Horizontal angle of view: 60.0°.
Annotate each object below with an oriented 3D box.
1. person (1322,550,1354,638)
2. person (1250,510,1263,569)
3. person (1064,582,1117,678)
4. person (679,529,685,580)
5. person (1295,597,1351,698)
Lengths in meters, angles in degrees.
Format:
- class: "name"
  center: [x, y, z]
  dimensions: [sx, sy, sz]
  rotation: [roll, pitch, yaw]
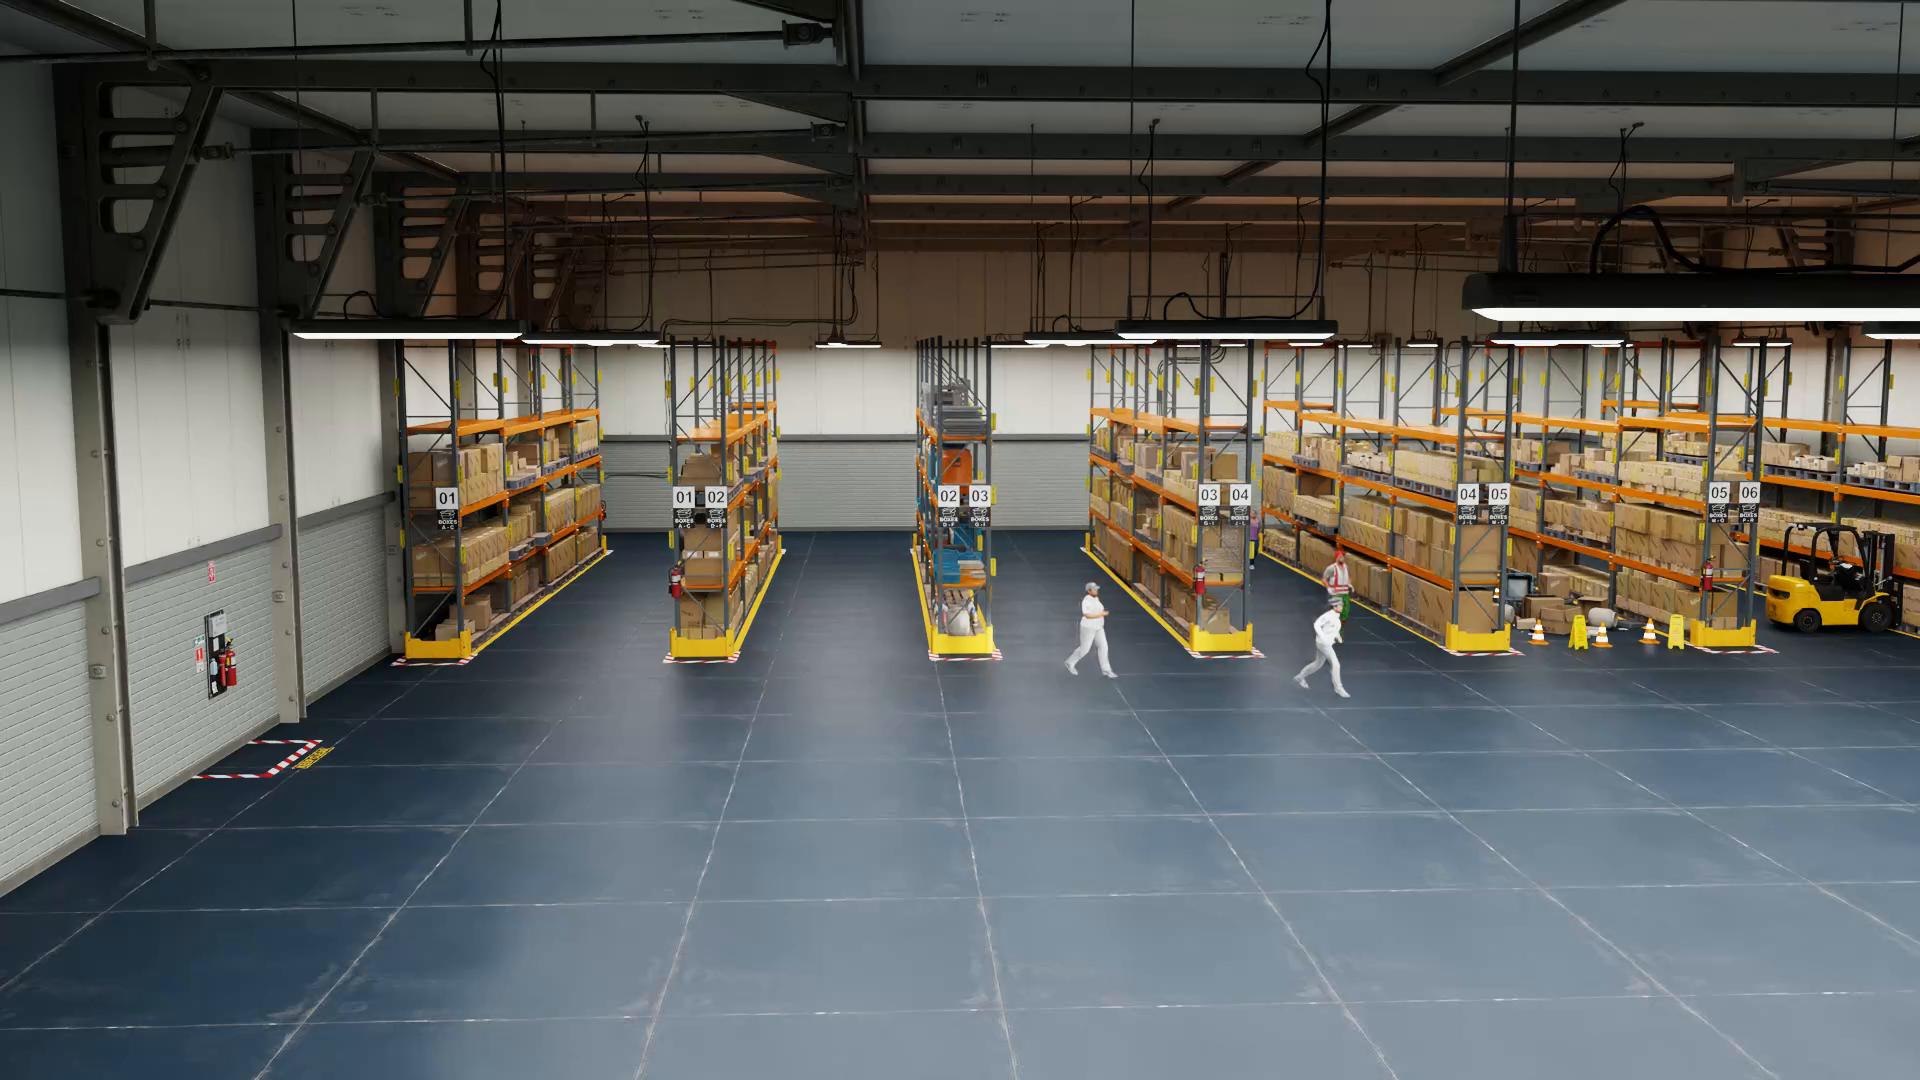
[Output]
- class: "person"
  center: [7.608, 1.073, 33.491]
  dimensions: [0.670, 1.752, 0.611]
  rotation: [-3, 7, -21]
- class: "person"
  center: [7.701, -0.005, 43.679]
  dimensions: [0.531, 1.557, 0.498]
  rotation: [-1, 7, -7]
- class: "person"
  center: [2.304, 1.569, 29.155]
  dimensions: [0.932, 1.668, 0.599]
  rotation: [4, 8, 31]
- class: "person"
  center: [-6.653, 0.317, 40.157]
  dimensions: [0.647, 1.684, 0.602]
  rotation: [-1, 7, -9]
- class: "person"
  center: [6.063, 1.763, 27.711]
  dimensions: [0.931, 1.681, 0.630]
  rotation: [4, 8, 31]
